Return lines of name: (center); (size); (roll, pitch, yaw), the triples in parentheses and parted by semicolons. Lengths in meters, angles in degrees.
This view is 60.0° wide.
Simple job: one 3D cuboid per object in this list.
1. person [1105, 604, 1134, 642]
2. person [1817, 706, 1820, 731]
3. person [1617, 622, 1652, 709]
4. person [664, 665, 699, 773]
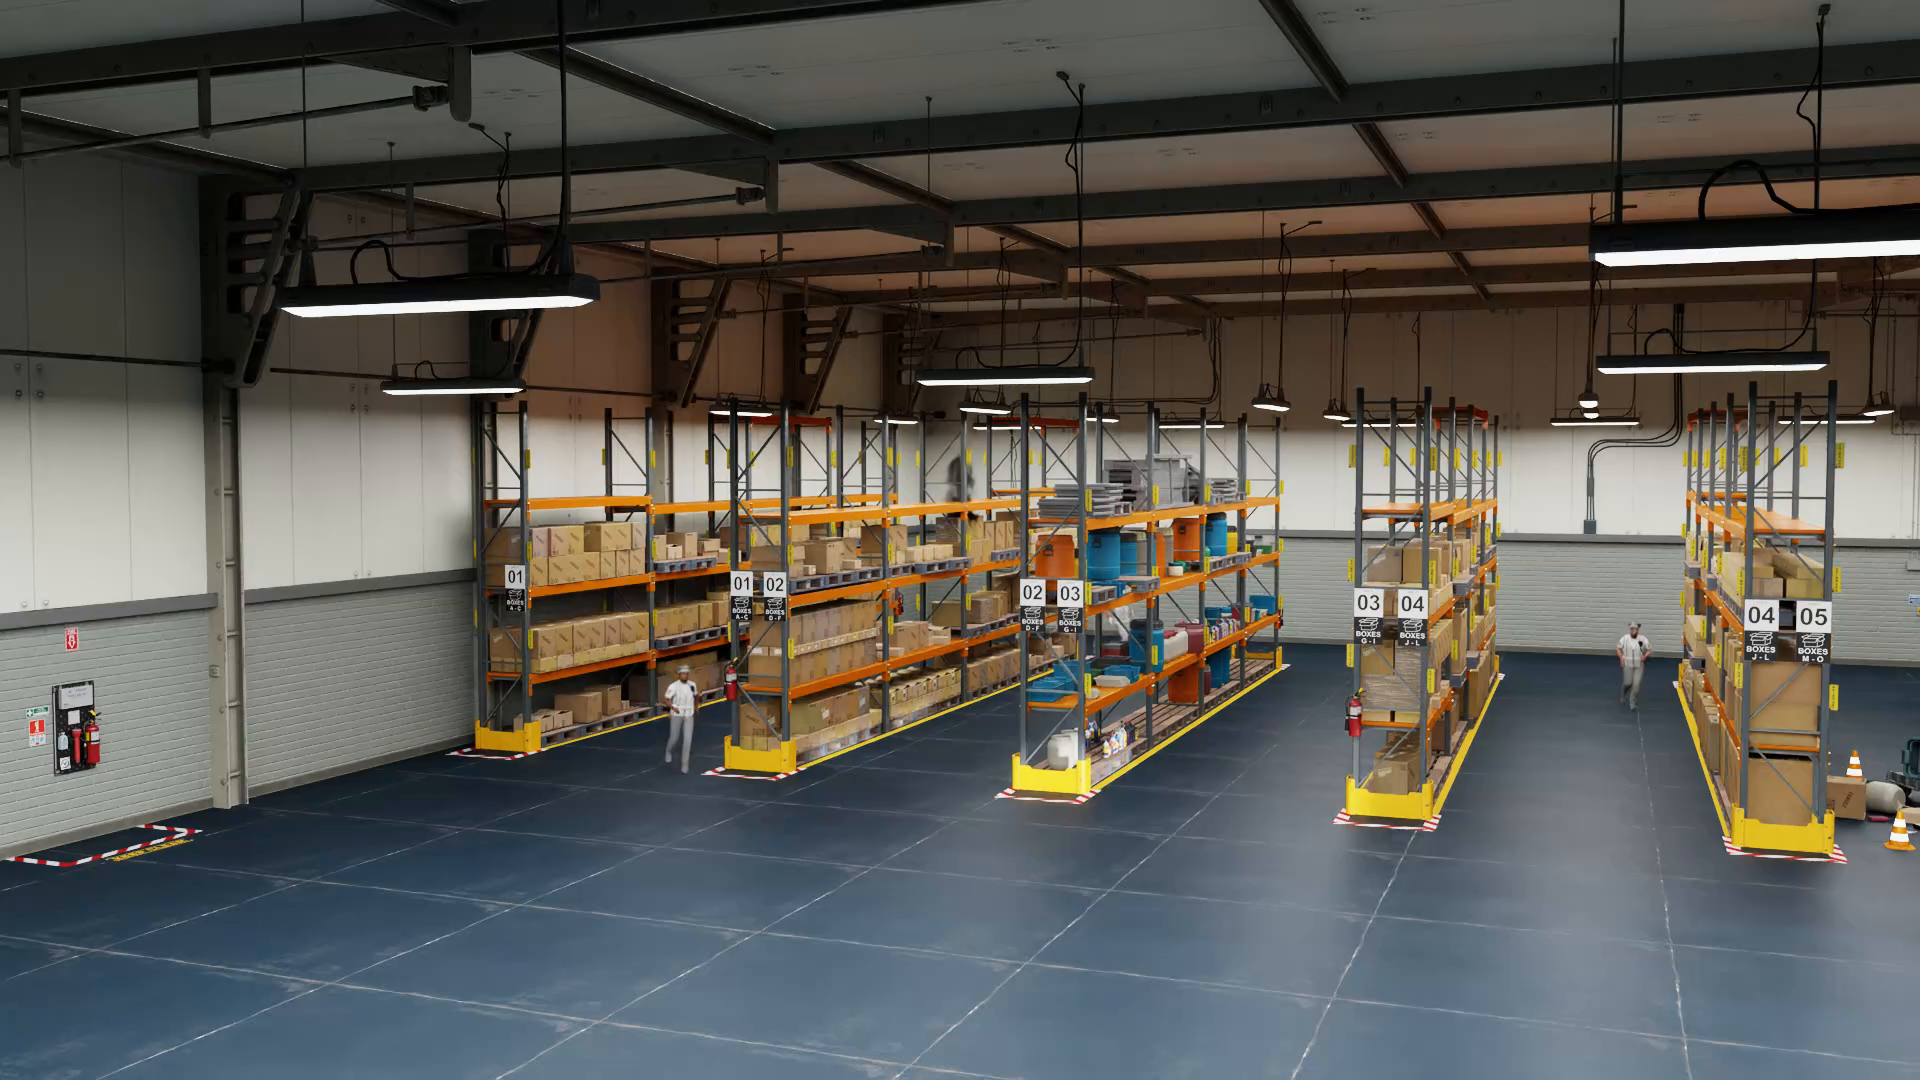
person: (4.020, 2.120, 41.399); (0.694, 1.824, 0.699); (-1, 3, -25)
person: (15.618, 2.675, 30.422); (0.566, 1.649, 0.929); (1, 3, 14)
person: (13.532, 2.510, 33.375); (0.649, 1.755, 0.629); (1, 3, 21)
person: (-4.469, 2.850, 26.827); (0.618, 1.689, 0.957); (-1, 3, -23)
